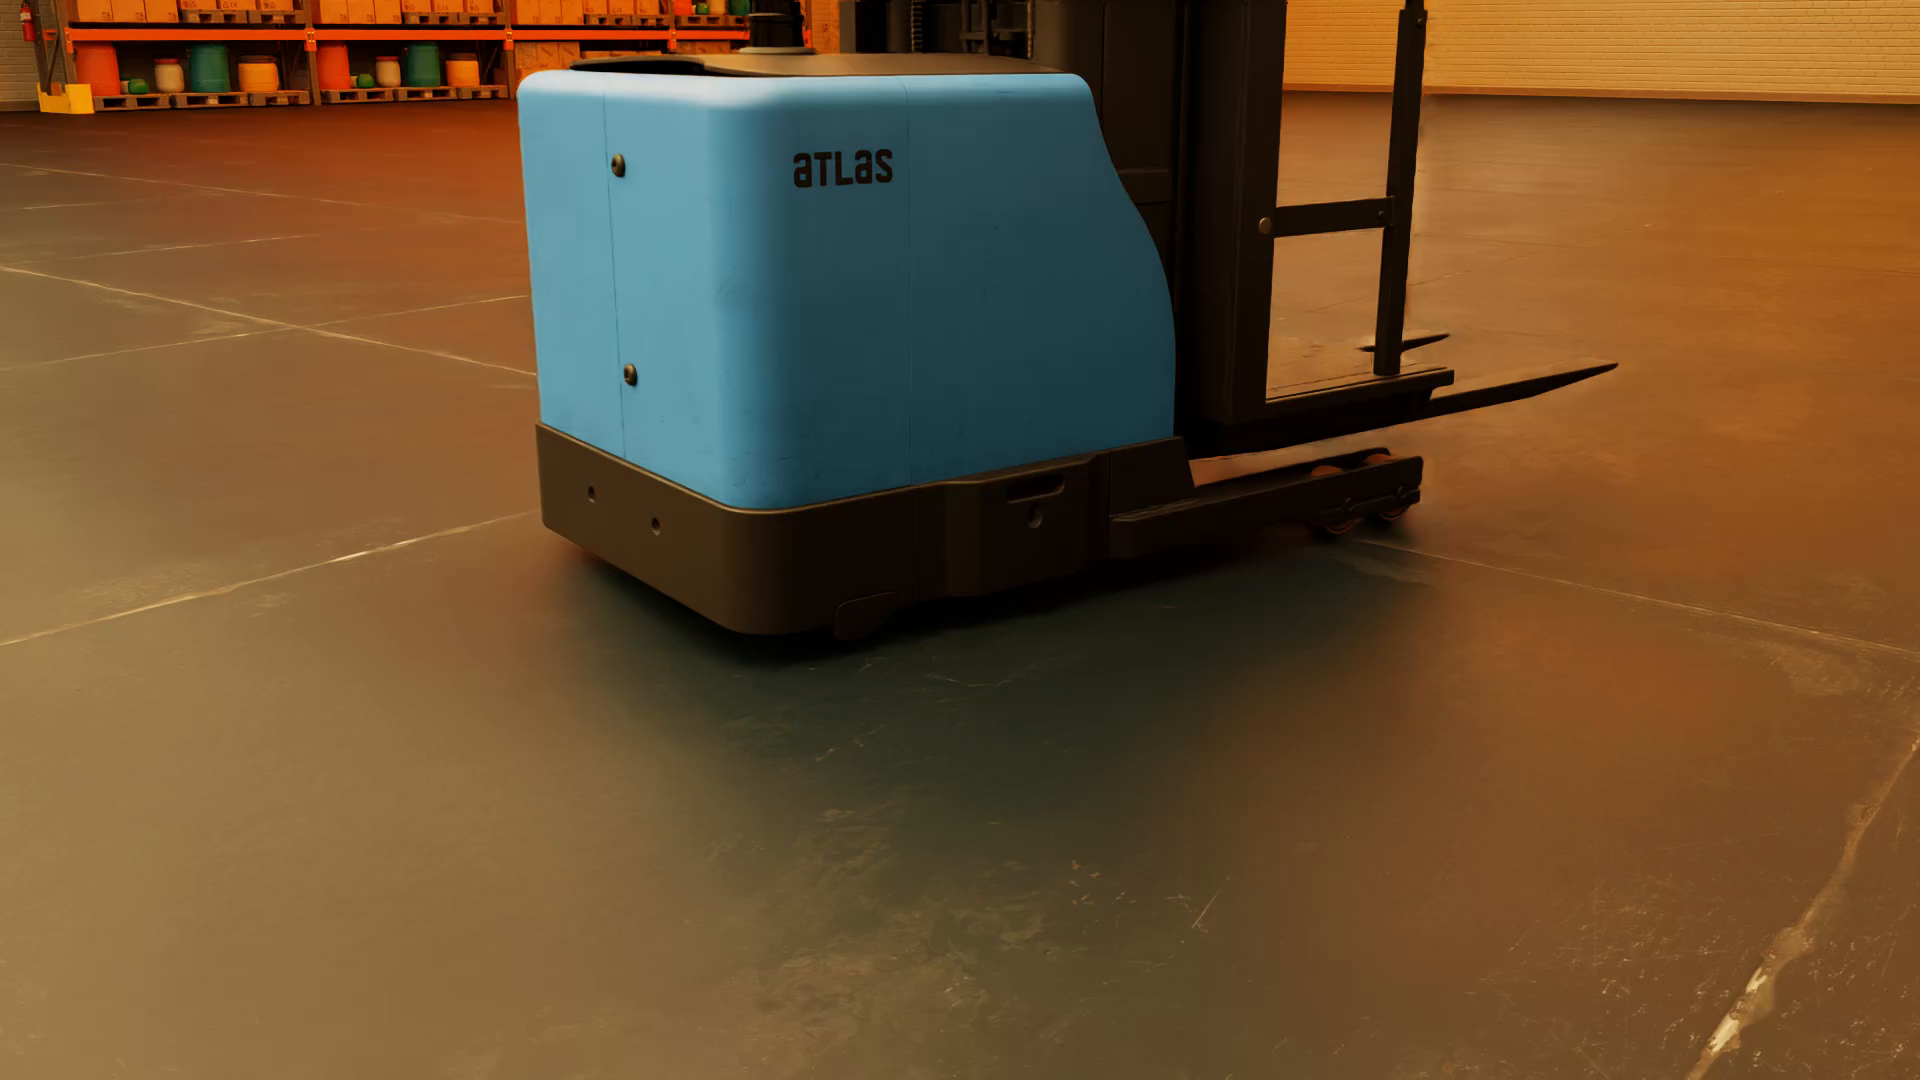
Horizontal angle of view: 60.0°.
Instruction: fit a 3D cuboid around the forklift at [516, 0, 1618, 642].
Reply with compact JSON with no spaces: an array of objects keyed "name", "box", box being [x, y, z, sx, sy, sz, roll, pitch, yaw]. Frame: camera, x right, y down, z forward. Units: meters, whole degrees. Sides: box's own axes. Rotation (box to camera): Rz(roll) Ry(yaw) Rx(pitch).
[{"name":"forklift","box":[0.523,-1.526,3.923,3.031,2.935,1.130,-12,21,-35]}]
